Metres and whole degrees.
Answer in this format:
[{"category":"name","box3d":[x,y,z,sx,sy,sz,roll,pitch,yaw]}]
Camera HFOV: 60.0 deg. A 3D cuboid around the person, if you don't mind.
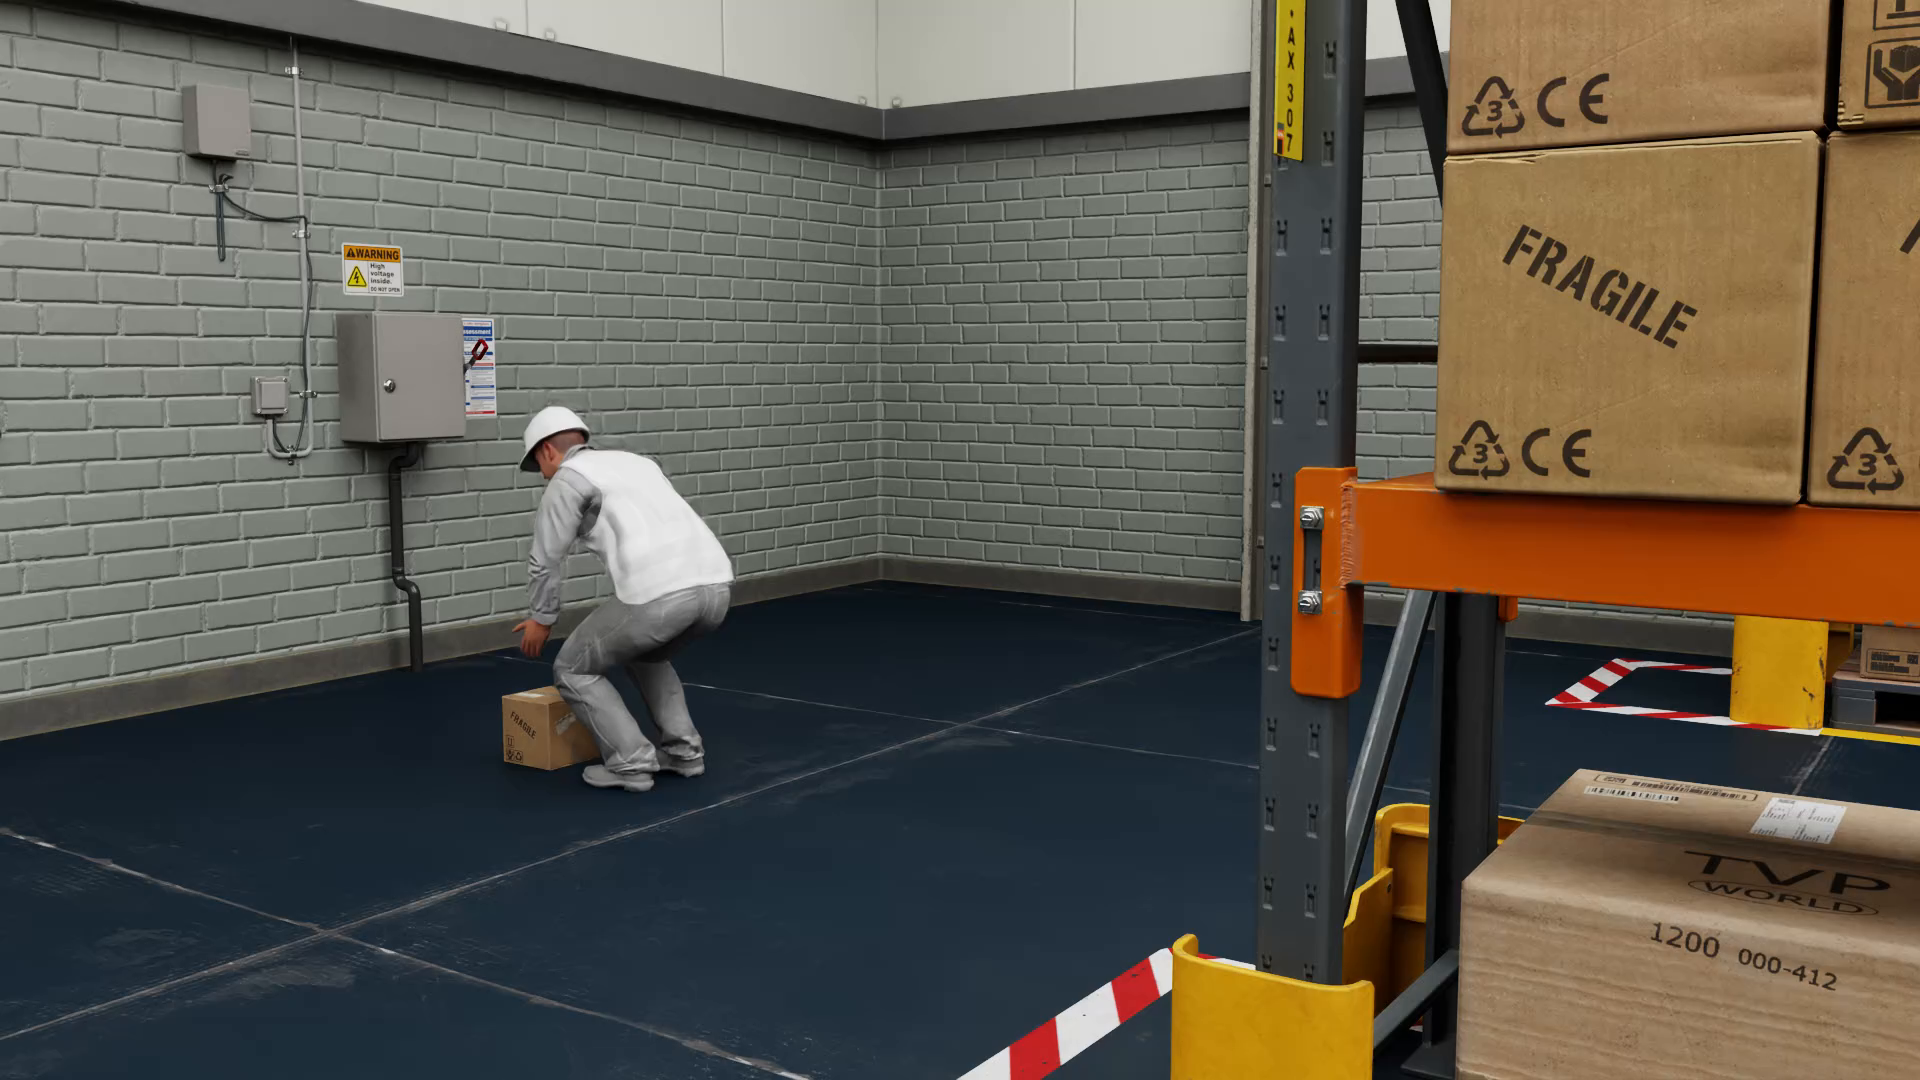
[{"category":"person","box3d":[-1.220,0.196,5.915,0.812,1.329,0.587,4,8,34]}]
